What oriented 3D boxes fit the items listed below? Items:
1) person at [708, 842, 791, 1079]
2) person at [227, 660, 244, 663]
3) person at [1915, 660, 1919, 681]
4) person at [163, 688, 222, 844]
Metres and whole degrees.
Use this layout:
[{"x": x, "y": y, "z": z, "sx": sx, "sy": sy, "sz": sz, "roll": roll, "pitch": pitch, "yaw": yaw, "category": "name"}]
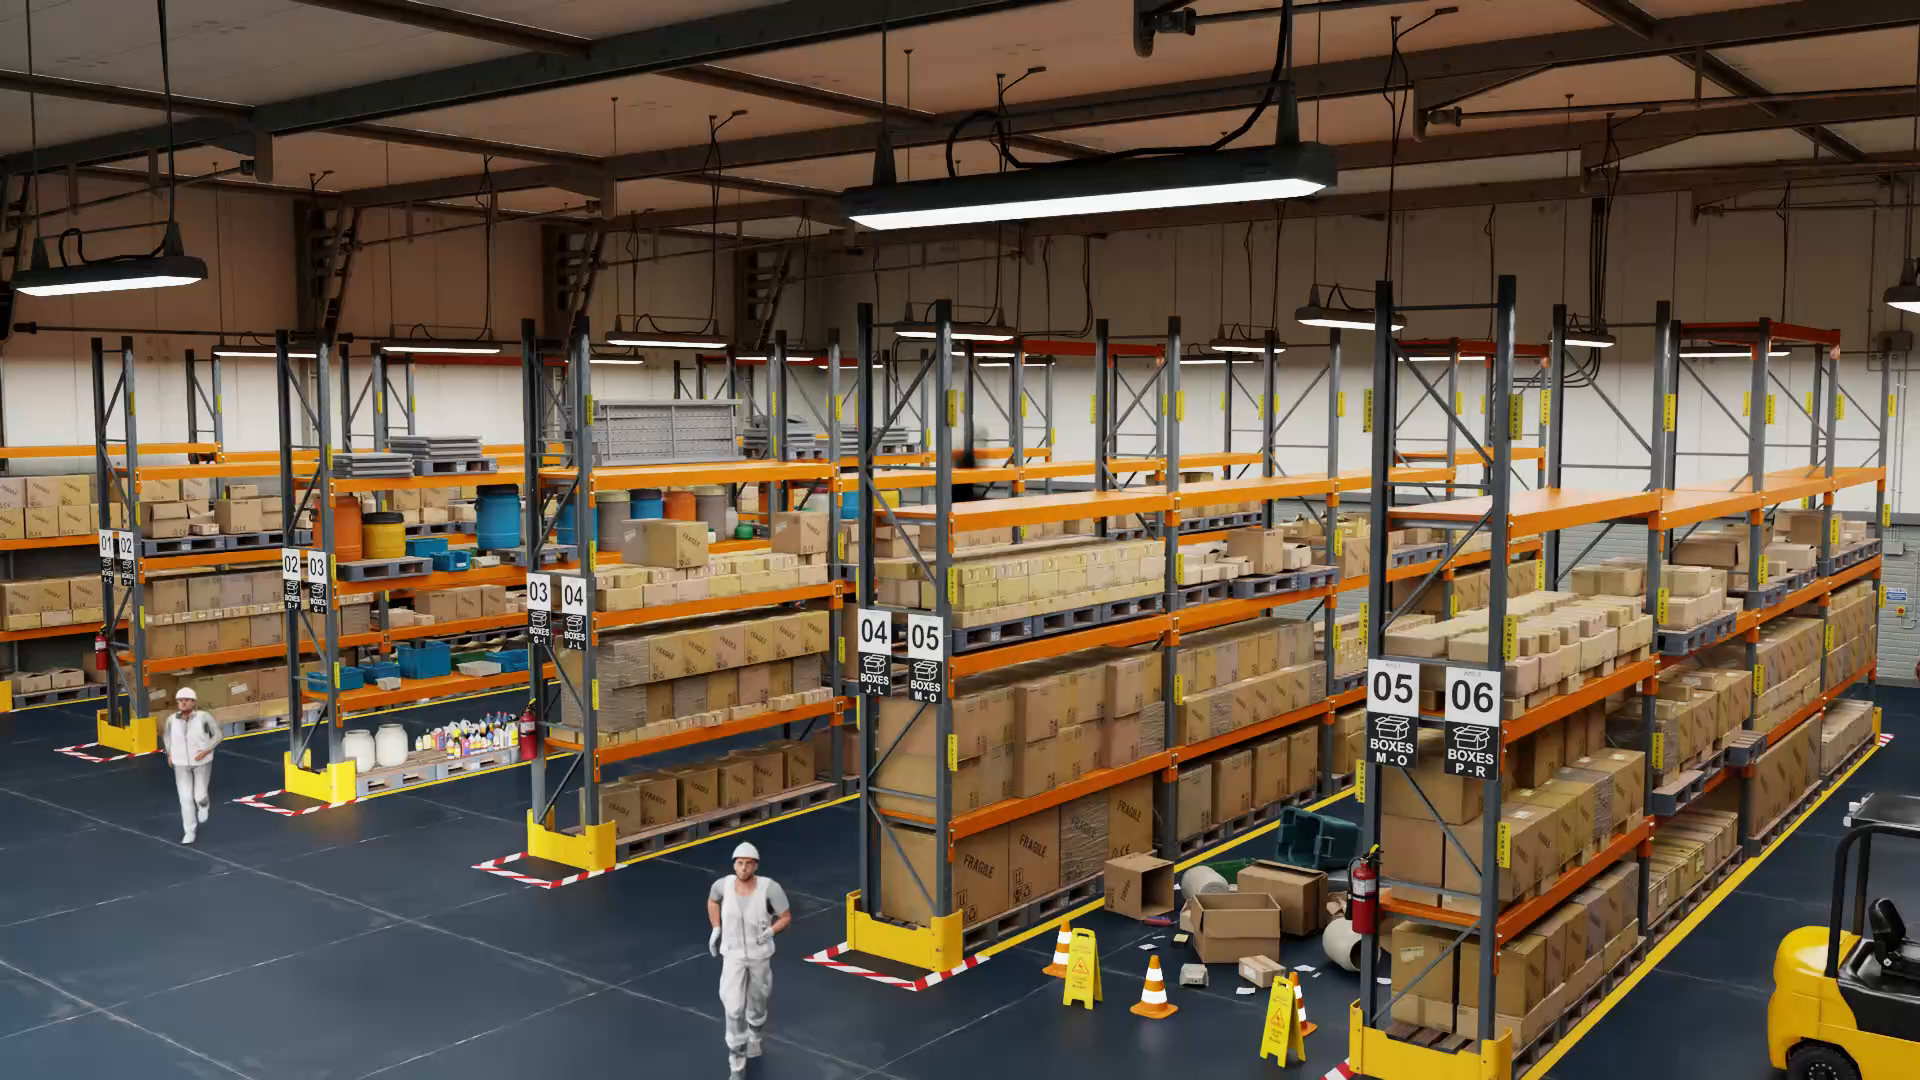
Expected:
[{"x": -1.595, "y": 3.183, "z": 12.604, "sx": 0.638, "sy": 1.841, "sz": 0.809, "roll": 0, "pitch": 5, "yaw": -6, "category": "person"}, {"x": -11.968, "y": 1.857, "z": 27.449, "sx": 0.701, "sy": 1.792, "sz": 0.949, "roll": 2, "pitch": 6, "yaw": 26, "category": "person"}, {"x": 13.980, "y": 2.254, "z": 23.688, "sx": 0.650, "sy": 1.802, "sz": 0.726, "roll": 3, "pitch": 6, "yaw": 35, "category": "person"}, {"x": -8.957, "y": 2.584, "z": 19.428, "sx": 0.660, "sy": 1.768, "sz": 0.840, "roll": -1, "pitch": 5, "yaw": -13, "category": "person"}]
